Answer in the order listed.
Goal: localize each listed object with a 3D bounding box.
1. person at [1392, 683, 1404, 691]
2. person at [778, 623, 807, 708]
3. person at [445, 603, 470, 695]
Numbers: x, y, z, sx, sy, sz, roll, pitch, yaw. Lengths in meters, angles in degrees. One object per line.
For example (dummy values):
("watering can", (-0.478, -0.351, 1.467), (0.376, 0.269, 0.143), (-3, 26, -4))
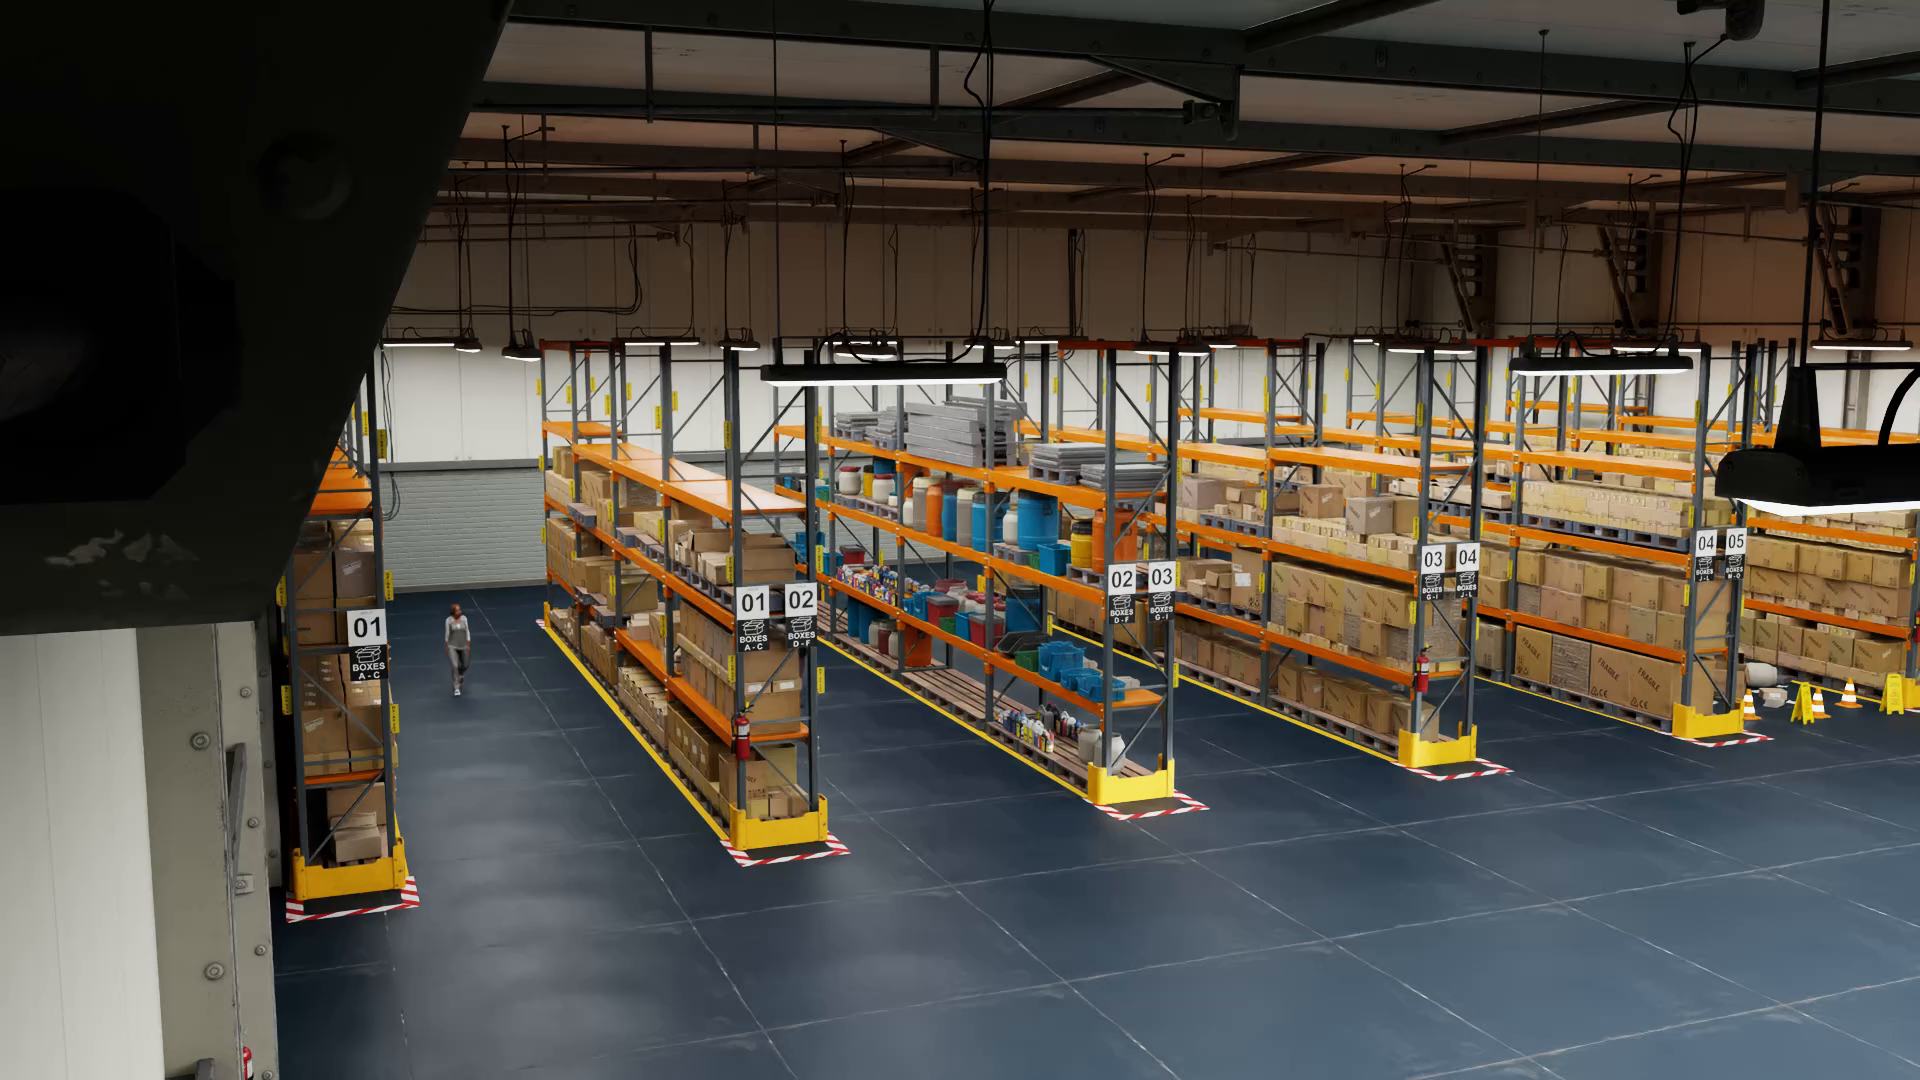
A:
("person", (7.666, 1.791, 28.639), (0.512, 1.674, 0.516), (-3, 8, -19))
("person", (-2.652, 1.833, 26.534), (0.615, 1.588, 1.083), (-5, 9, -31))
("person", (-8.638, 1.834, 28.574), (0.418, 1.562, 0.768), (-3, 8, -25))
